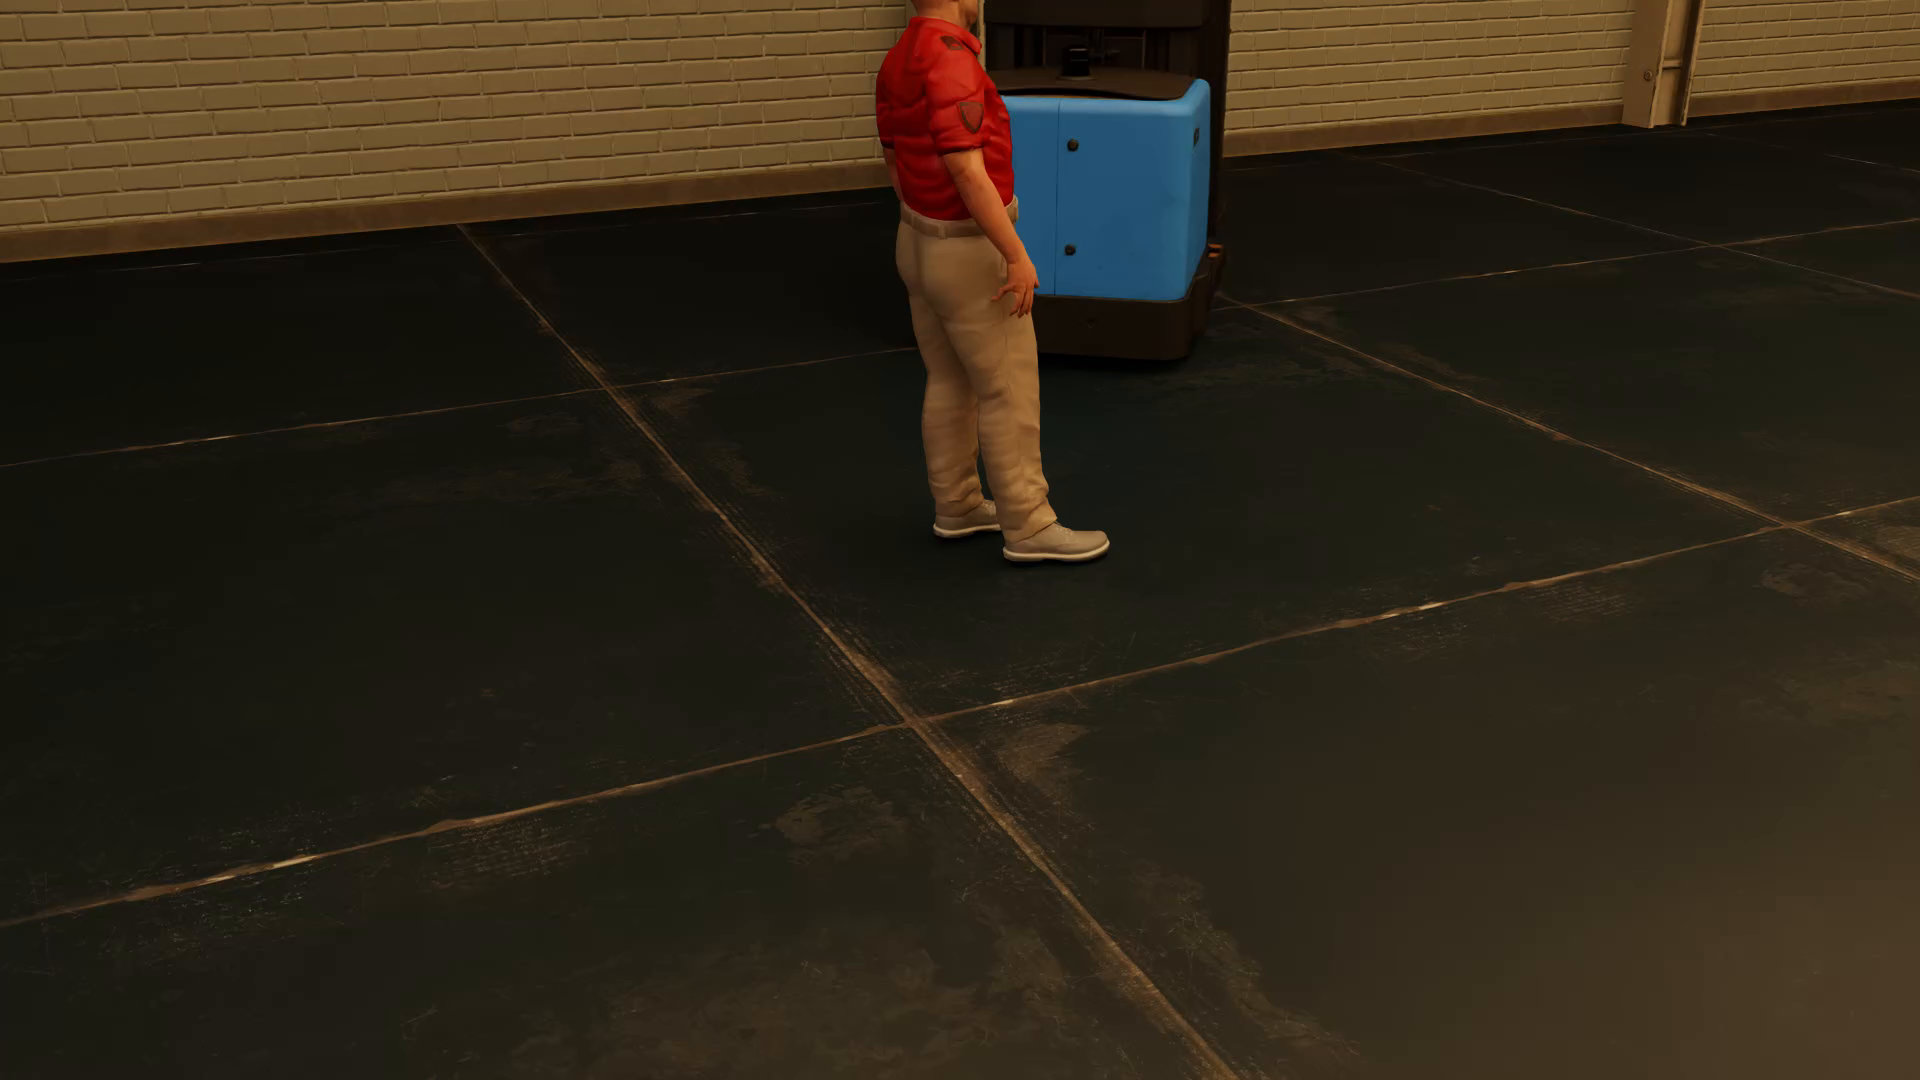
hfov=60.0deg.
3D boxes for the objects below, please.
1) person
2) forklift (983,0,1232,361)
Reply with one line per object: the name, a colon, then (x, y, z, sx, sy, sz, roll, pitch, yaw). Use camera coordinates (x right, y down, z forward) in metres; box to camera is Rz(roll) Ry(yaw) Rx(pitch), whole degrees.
person: (0.086, -0.815, 4.797, 0.551, 1.727, 0.640, -10, 25, -23)
forklift: (0.709, -2.606, 7.560, 1.130, 2.935, 3.031, 5, 23, 12)
